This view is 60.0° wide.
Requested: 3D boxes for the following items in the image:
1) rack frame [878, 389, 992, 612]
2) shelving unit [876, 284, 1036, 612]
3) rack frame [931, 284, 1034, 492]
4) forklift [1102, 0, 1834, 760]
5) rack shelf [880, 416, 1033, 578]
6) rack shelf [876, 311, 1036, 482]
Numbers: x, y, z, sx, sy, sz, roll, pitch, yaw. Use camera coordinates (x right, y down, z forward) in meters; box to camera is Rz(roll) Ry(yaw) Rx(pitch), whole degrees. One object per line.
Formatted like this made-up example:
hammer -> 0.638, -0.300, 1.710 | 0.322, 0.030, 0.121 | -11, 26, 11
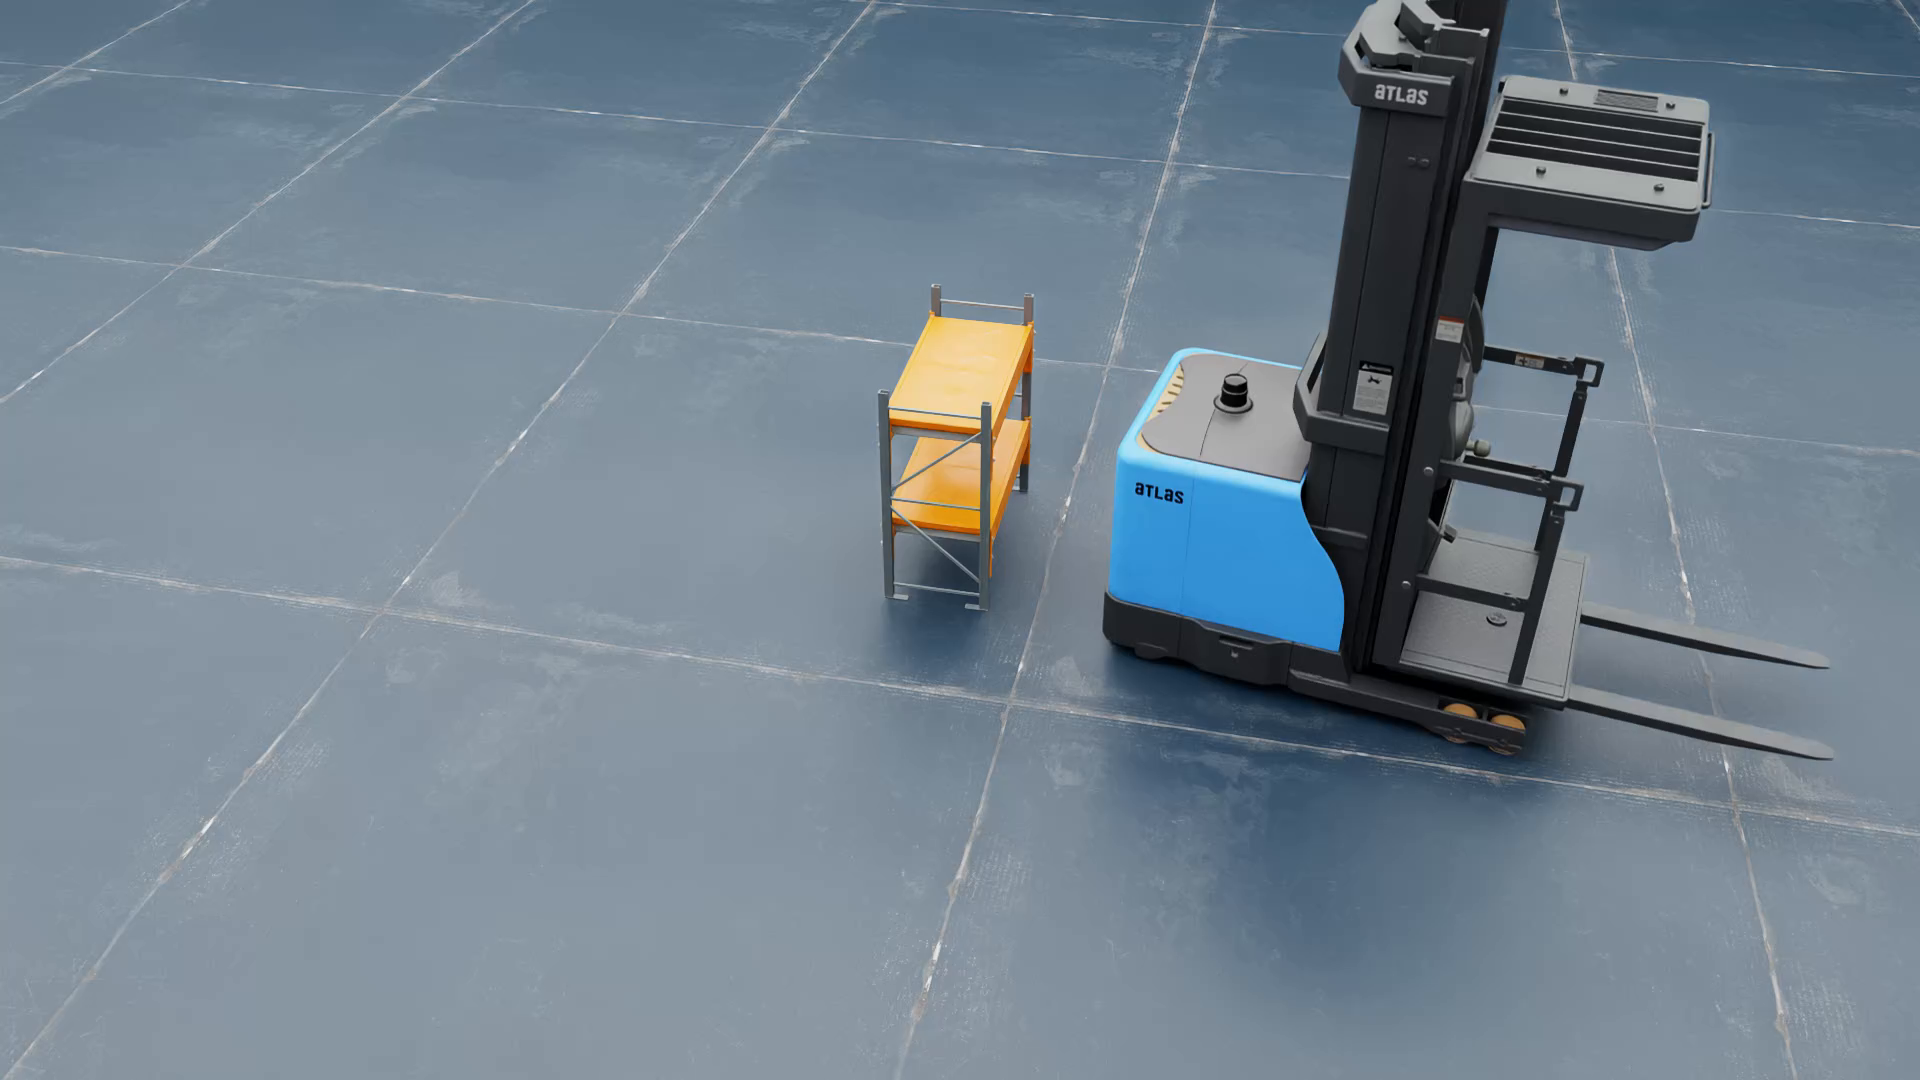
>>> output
rack frame -> -0.110, -0.160, 7.512 | 0.500, 1.125, 0.032 | 7, 37, 10
shelving unit -> -0.001, -0.452, 7.915 | 0.538, 1.125, 1.048 | 7, 37, 10
rack frame -> 0.107, -0.743, 8.317 | 0.500, 1.125, 0.032 | 7, 37, 10
forklift -> 2.217, -0.639, 6.633 | 3.031, 2.935, 1.130 | 13, 38, 17
rack shelf -> -0.001, -0.254, 8.058 | 0.538, 0.278, 1.000 | 7, 37, 10
rack shelf -> -0.001, -0.689, 7.743 | 0.538, 0.278, 1.000 | 7, 37, 10
